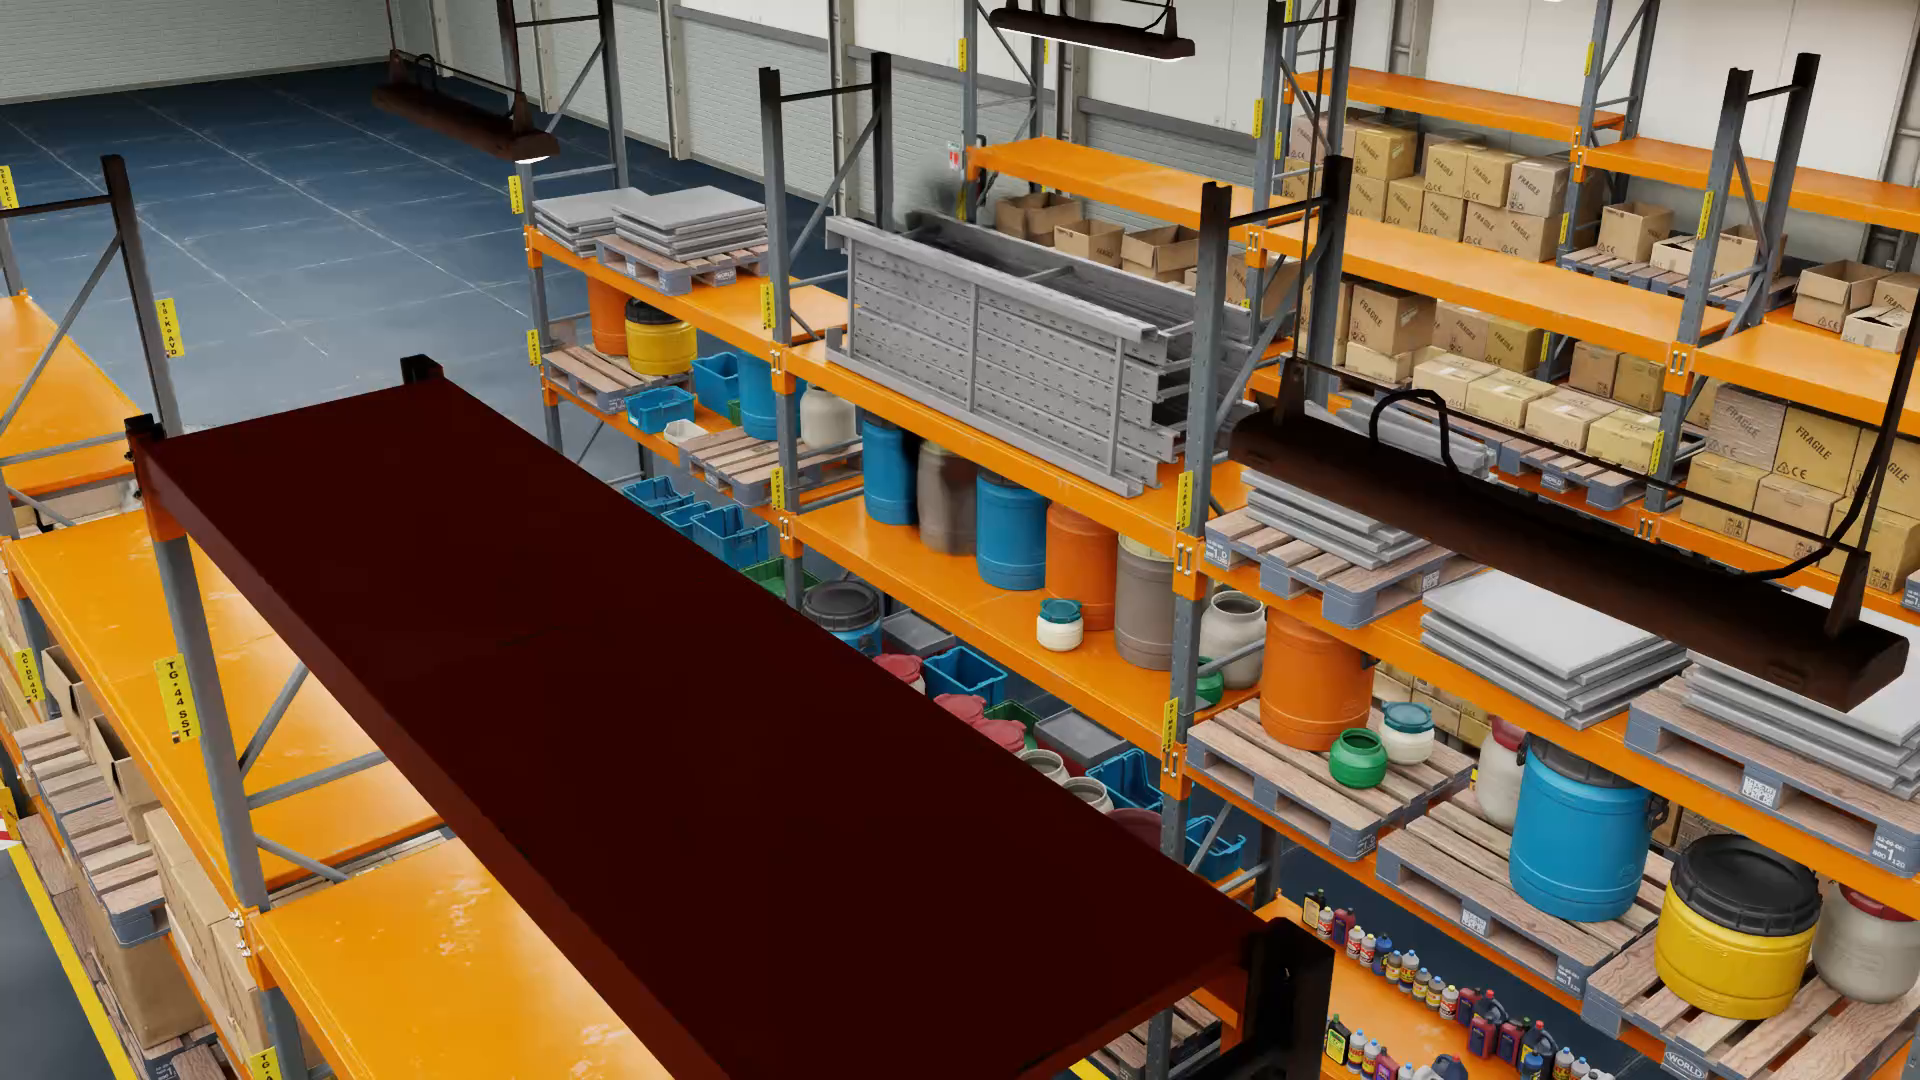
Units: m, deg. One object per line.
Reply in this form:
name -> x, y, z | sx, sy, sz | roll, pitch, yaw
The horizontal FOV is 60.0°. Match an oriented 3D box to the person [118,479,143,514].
person -> -8.401, -0.228, 16.704 | 0.627, 1.738, 0.670 | -6, 27, -12
